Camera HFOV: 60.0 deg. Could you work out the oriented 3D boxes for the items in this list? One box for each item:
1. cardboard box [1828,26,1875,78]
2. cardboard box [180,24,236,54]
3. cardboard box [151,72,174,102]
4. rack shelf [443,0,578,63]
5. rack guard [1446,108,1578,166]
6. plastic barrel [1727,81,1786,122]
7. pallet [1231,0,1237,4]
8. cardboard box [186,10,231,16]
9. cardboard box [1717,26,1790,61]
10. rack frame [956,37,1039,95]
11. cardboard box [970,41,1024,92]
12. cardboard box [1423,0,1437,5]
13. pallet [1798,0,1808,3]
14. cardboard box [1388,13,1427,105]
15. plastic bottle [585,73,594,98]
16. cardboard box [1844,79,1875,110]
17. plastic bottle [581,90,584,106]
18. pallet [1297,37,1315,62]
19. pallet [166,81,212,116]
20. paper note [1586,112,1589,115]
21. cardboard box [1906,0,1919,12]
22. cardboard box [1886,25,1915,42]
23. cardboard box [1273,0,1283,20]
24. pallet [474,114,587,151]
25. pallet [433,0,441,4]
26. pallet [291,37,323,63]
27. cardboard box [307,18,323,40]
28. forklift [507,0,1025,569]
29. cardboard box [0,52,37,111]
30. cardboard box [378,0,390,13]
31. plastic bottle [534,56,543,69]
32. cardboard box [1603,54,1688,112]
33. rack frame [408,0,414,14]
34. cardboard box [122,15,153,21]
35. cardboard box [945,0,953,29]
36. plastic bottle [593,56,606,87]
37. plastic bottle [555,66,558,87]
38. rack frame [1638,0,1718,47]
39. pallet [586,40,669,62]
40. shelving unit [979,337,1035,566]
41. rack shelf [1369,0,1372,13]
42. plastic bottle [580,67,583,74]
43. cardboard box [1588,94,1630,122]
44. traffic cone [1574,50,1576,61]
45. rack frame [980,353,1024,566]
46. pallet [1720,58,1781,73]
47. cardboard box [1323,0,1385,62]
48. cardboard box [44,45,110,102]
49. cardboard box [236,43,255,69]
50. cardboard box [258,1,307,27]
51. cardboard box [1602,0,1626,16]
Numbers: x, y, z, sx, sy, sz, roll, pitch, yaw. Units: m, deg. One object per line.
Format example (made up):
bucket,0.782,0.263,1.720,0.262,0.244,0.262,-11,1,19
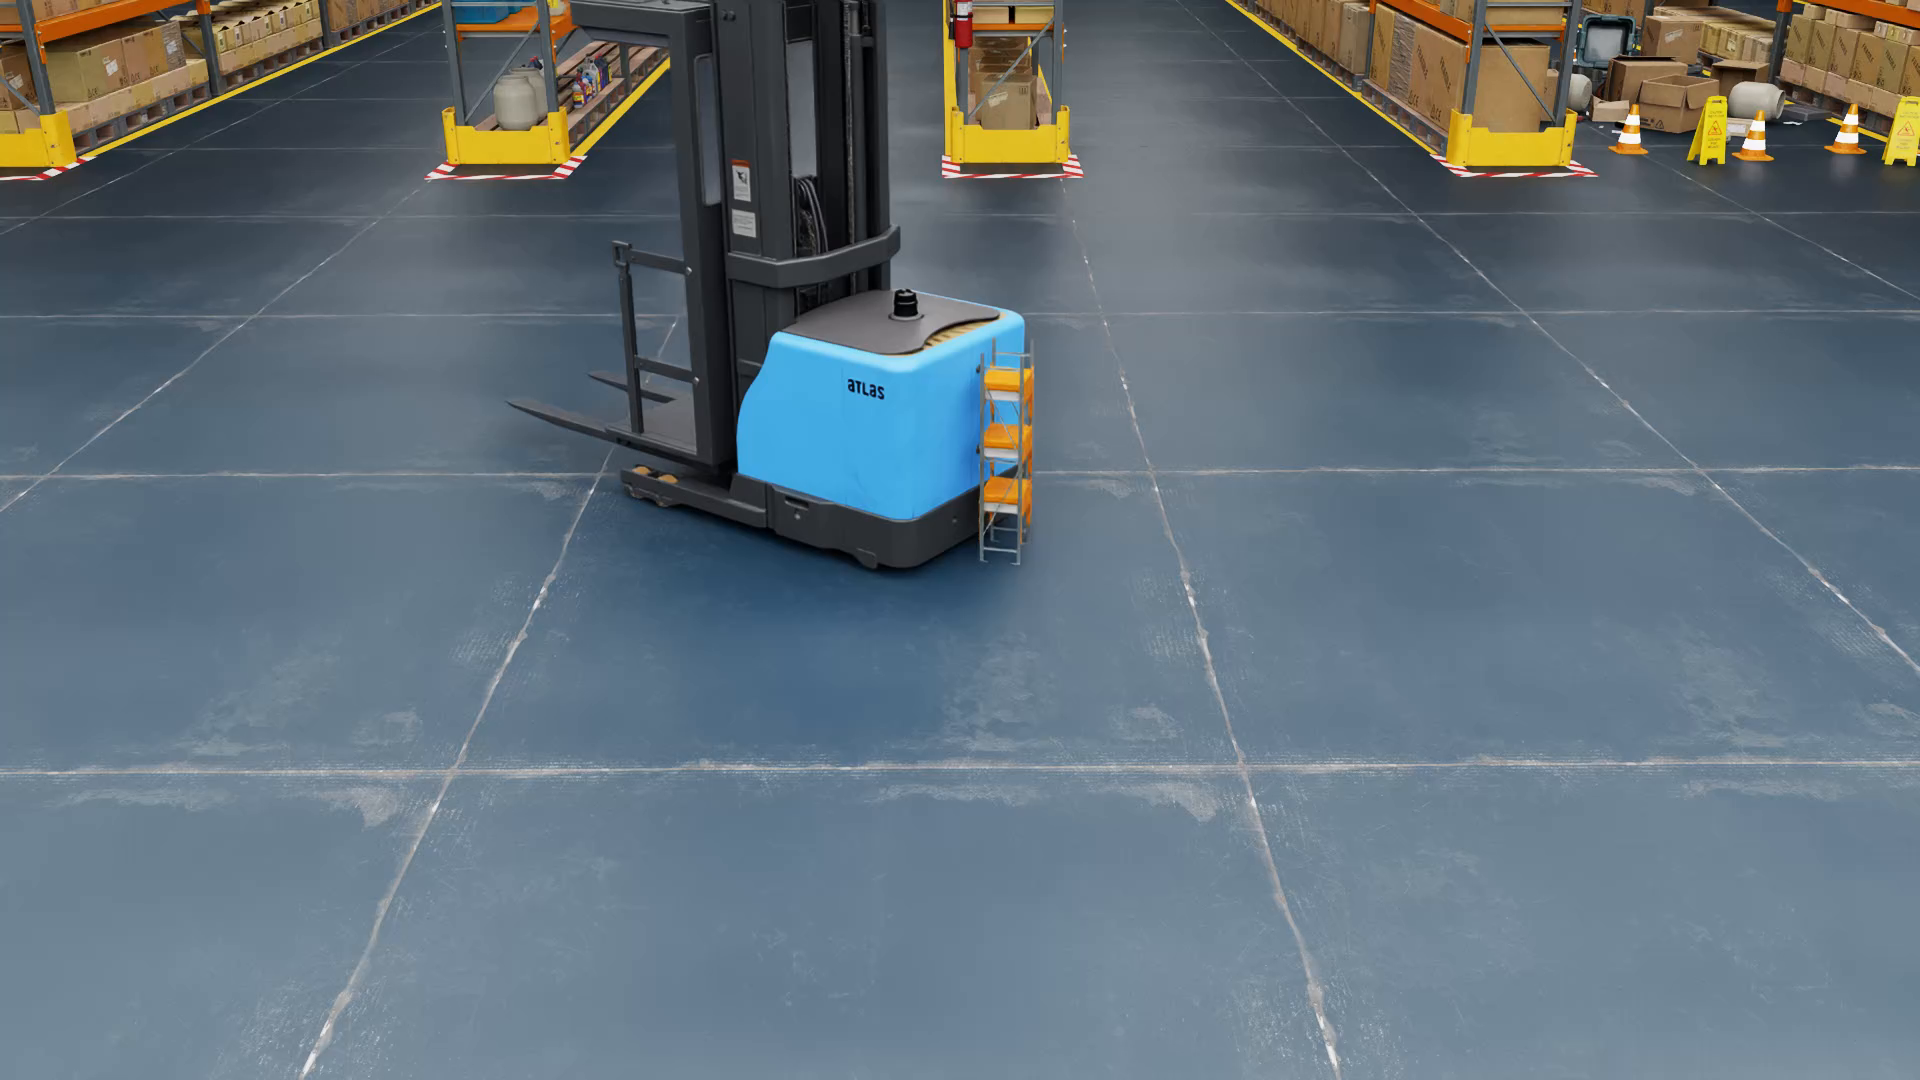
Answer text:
cardboard box,10.117,-5.453,18.584,0.500,0.500,0.500,1,24,2
cardboard box,-9.212,-6.129,20.309,0.500,0.311,0.500,0,24,0
cardboard box,-9.217,-5.100,18.714,0.500,0.250,0.500,0,24,-1
rack shelf,-4.481,-5.633,17.937,1.077,0.370,4.000,0,24,-1
rack guard,5.454,-3.991,16.467,1.175,0.500,0.348,0,24,-1
plastic barrel,8.866,-4.874,18.512,0.512,0.421,0.421,19,30,35
pallet,5.264,-9.594,29.207,1.003,0.211,1.213,0,24,-1
cardboard box,-9.764,-6.751,21.683,0.500,0.311,0.500,-1,24,-1
cardboard box,10.339,-6.358,21.347,0.950,0.372,0.625,1,24,3
rack frame,0.449,-6.807,19.661,1.000,3.000,0.127,0,24,-1
cardboard box,0.428,-5.458,19.202,0.500,0.500,0.500,8,25,16
cardboard box,5.449,-6.036,17.775,0.875,0.550,0.500,0,24,-1
pallet,15.212,-9.688,29.415,1.003,0.211,1.213,0,24,-1
cardboard box,5.361,-5.380,18.574,0.875,0.875,0.875,0,24,0
plastic bottle,-4.175,-5.108,18.682,0.097,0.271,0.097,0,24,0
cardboard box,10.116,-4.903,18.277,0.500,0.250,0.500,-1,24,-2
plastic bottle,-4.169,-4.853,18.202,0.097,0.201,0.097,0,24,0
pallet,5.300,-6.840,23.118,1.003,0.211,1.213,0,24,-1
pallet,-9.490,-5.166,19.415,1.003,0.211,1.213,0,24,-1
paper note,7.255,-4.880,19.012,0.172,0.023,0.155,8,26,18
cardboard box,10.056,-5.558,17.203,0.380,0.149,0.250,0,24,0
cardboard box,10.062,-5.363,17.597,0.380,0.149,0.250,0,24,0
cardboard box,5.074,-8.190,25.242,0.500,0.500,0.500,-1,24,-3
pallet,-4.511,-4.232,17.351,1.003,0.211,1.213,0,24,-1
pallet,-9.566,-9.577,29.169,1.003,0.211,1.213,0,24,-1
pallet,-9.530,-6.802,23.034,1.003,0.211,1.213,0,24,-1
cardboard box,-9.250,-7.135,23.213,0.500,0.250,0.500,0,24,1
forklift,-1.160,-1.663,8.370,3.031,2.935,1.130,17,29,32
cardboard box,-9.716,-4.616,16.732,0.500,0.500,0.500,0,24,-1
cardboard box,-9.250,-8.510,25.925,0.500,0.500,0.500,0,24,0
plastic bottle,-4.909,-5.444,19.327,0.144,0.351,0.185,0,24,1
cardboard box,7.833,-5.225,19.028,0.797,0.637,0.503,0,24,-1
rack frame,-9.544,-10.060,26.854,1.000,3.000,0.127,0,24,-1
cardboard box,-9.764,-5.852,19.465,0.500,0.500,0.500,0,24,-1
cardboard box,0.419,-7.963,24.285,1.225,0.875,0.875,-1,24,-3
plastic bottle,-4.206,-5.435,19.308,0.144,0.351,0.185,-1,24,-3
plastic bottle,-4.765,-5.444,19.328,0.144,0.351,0.185,0,24,-1
rack frame,10.315,-8.500,23.403,1.000,3.000,0.127,0,24,-1
pallet,-4.577,-6.843,23.124,1.003,0.211,1.213,0,24,-1
shelving unit,0.220,-0.414,7.892,0.215,1.050,0.252,5,25,12
rack shelf,5.388,-7.284,21.588,1.077,0.370,4.000,0,24,-1
plastic bottle,-4.305,-5.260,19.003,0.061,0.283,0.133,0,24,-1
cardboard box,7.271,-4.842,18.633,0.396,0.266,0.258,4,25,9
traffic cone,7.942,-6.315,21.652,0.336,0.463,0.334,0,24,-1
rack frame,0.193,-0.365,7.784,0.200,1.050,0.008,5,25,12
pallet,10.349,-5.902,21.043,1.003,0.211,1.213,0,24,-1
cardboard box,5.307,-6.607,21.438,1.050,0.750,0.750,0,24,-1
cardboard box,-9.203,-4.824,17.193,0.500,0.500,0.500,0,24,-1
cardboard box,-9.217,-6.080,20.881,0.500,0.250,0.500,0,24,1
cardboard box,-9.236,-7.177,22.626,0.500,0.311,0.500,-1,24,-1
cardboard box,10.385,-8.376,25.197,0.875,0.875,0.875,0,24,0
